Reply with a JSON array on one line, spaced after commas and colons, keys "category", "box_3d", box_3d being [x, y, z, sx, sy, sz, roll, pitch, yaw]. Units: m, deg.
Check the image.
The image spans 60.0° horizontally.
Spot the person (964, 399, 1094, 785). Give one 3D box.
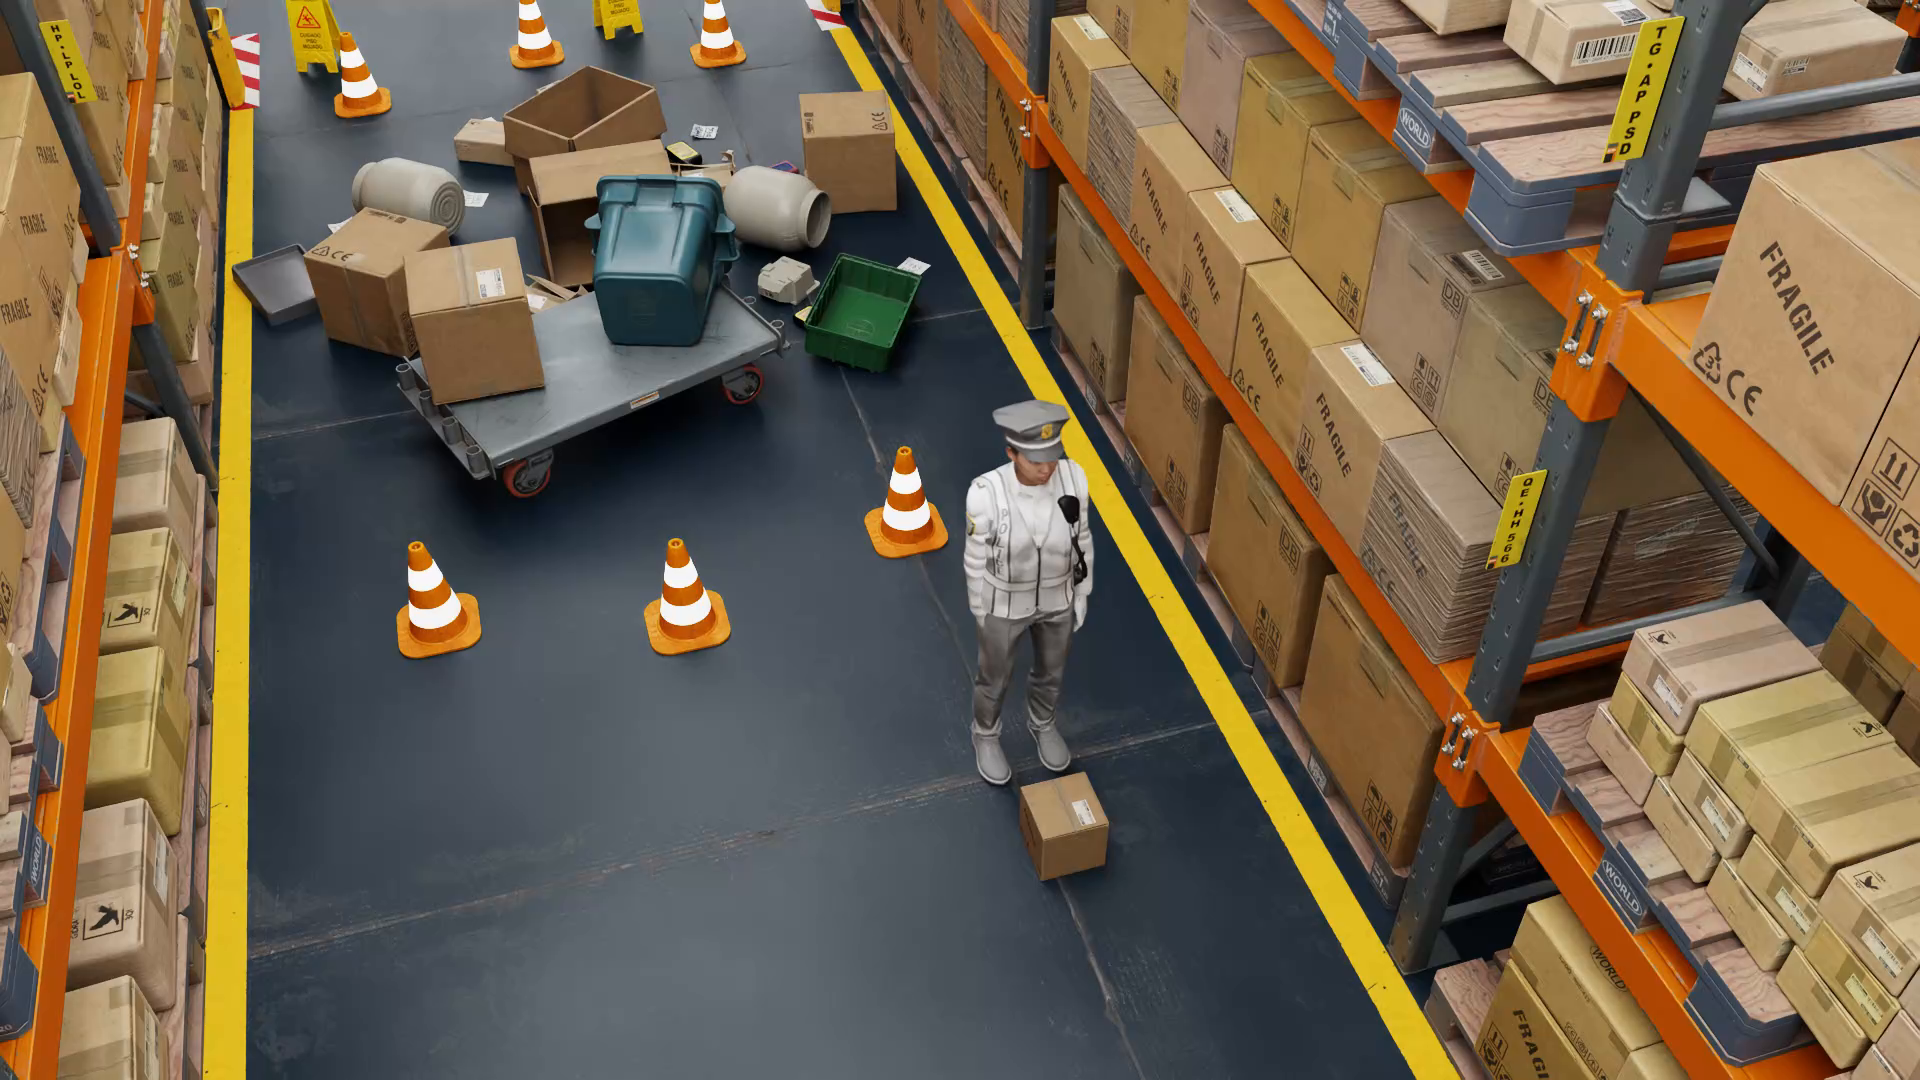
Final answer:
[{"category": "person", "box_3d": [0.249, 0.211, 5.920, 0.466, 1.680, 0.342, -11, 44, -12]}]
